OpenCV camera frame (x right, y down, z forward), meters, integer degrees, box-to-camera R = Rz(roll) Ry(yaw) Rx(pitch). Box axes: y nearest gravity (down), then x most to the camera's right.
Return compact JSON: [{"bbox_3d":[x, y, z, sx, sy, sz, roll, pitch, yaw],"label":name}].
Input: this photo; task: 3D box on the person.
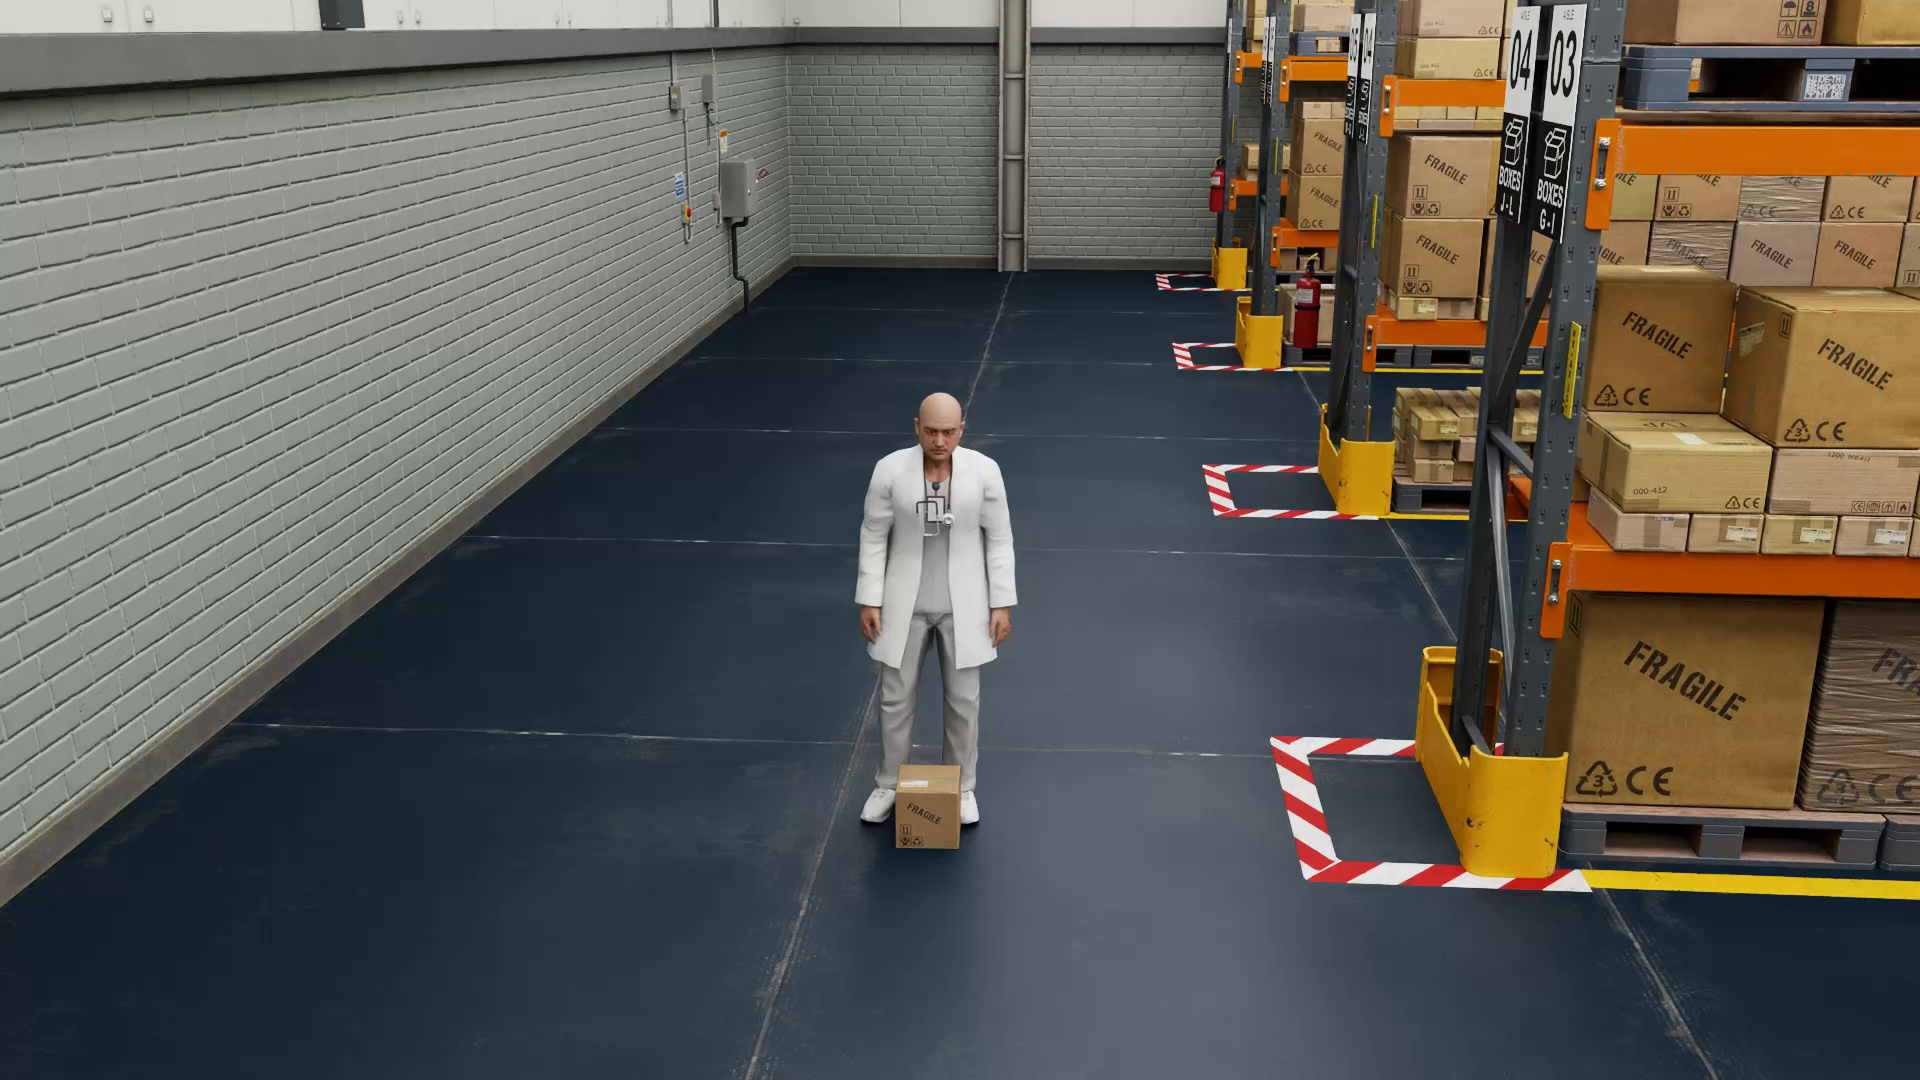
[{"bbox_3d":[-0.096,0.285,6.704,0.654,1.744,0.421,0,17,1],"label":"person"}]
